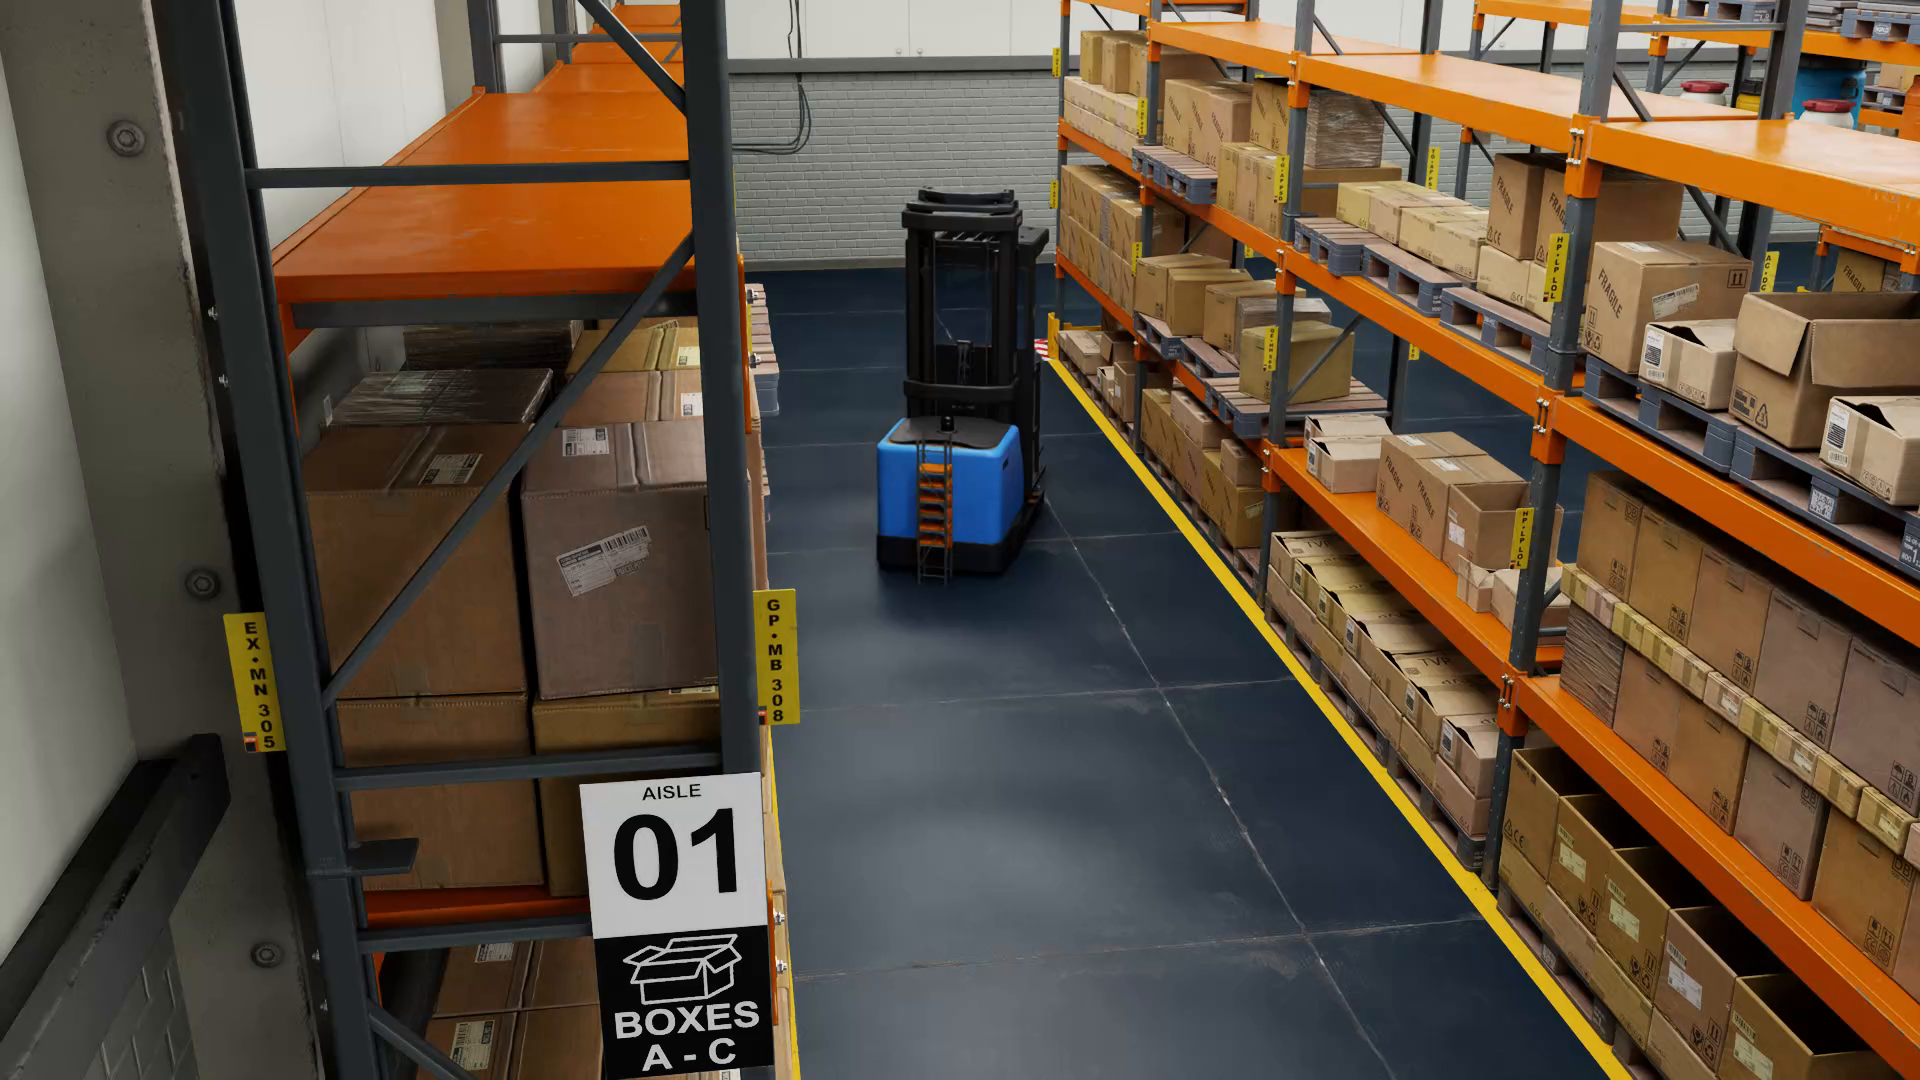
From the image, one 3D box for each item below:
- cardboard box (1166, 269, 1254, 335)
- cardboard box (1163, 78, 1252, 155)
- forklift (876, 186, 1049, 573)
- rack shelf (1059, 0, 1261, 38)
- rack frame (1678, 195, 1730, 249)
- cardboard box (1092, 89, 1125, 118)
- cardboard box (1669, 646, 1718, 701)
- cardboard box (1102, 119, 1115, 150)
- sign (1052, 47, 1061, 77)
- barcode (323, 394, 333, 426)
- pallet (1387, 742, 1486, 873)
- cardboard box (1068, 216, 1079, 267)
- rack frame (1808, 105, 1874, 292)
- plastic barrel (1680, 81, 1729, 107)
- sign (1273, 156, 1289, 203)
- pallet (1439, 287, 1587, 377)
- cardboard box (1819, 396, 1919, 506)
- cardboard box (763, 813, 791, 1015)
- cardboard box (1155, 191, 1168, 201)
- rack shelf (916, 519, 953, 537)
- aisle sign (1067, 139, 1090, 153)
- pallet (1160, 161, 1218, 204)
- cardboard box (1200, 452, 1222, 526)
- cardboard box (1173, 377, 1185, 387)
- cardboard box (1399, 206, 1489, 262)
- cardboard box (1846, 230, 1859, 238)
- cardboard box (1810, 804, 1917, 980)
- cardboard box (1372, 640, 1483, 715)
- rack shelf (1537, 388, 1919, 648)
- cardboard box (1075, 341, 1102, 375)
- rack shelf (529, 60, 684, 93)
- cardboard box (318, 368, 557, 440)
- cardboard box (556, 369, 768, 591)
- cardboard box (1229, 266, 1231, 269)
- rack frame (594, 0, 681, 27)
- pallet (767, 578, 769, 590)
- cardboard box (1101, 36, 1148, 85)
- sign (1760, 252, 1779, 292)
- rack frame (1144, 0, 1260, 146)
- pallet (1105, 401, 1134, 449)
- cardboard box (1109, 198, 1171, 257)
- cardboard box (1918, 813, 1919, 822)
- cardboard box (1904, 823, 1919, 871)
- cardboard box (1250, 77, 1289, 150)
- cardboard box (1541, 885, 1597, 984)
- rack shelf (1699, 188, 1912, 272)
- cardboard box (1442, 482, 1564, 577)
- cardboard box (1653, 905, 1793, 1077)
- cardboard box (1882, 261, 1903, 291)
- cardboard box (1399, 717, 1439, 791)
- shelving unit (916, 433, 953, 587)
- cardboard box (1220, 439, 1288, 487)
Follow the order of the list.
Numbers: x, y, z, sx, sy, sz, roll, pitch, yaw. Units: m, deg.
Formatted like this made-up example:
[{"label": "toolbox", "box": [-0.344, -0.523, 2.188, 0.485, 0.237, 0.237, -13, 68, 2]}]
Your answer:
[{"label": "cardboard box", "box": [2.234, -2.135, 14.901, 0.700, 0.500, 0.500, 0, 20, 1]}, {"label": "cardboard box", "box": [2.224, -3.819, 14.980, 0.600, 0.600, 0.600, -5, 21, -13]}, {"label": "forklift", "box": [0.140, -1.594, 14.295, 1.130, 2.935, 3.031, 4, 21, 12]}, {"label": "rack shelf", "box": [1.936, -5.466, 17.021, 1.077, 0.370, 4.000, -3, 21, -8]}, {"label": "rack frame", "box": [7.127, -2.550, 16.756, 1.000, 3.000, 0.127, -3, 21, -8]}, {"label": "cardboard box", "box": [1.676, -4.545, 17.310, 0.500, 0.250, 0.500, -3, 21, -8]}, {"label": "cardboard box", "box": [3.373, 0.574, 7.321, 0.380, 0.149, 0.250, -4, 21, -10]}, {"label": "cardboard box", "box": [1.749, -4.137, 16.934, 0.500, 0.250, 0.500, -3, 21, -8]}, {"label": "sign", "box": [1.111, -5.473, 19.047, 0.100, 0.325, 0.005, -3, 21, -8]}, {"label": "barcode", "box": [-1.544, -0.317, 4.062, 0.001, 0.075, 0.075, -3, 21, -8]}, {"label": "pallet", "box": [3.233, 1.522, 9.840, 1.003, 0.211, 1.213, -3, 21, -8]}, {"label": "cardboard box", "box": [1.531, -3.388, 18.856, 0.500, 0.500, 0.500, -3, 21, -8]}, {"label": "rack frame", "box": [11.452, -4.185, 21.133, 1.000, 3.000, 0.127, -3, 21, -8]}, {"label": "plastic barrel", "box": [6.955, -4.020, 15.612, 0.433, 0.535, 0.433, 0, 20, 0]}, {"label": "sign", "box": [2.264, -2.537, 11.696, 0.100, 0.325, 0.005, -3, 21, -8]}, {"label": "pallet", "box": [3.238, -1.152, 8.999, 0.805, 0.209, 1.217, -4, 21, -10]}, {"label": "cardboard box", "box": [3.447, -0.350, 5.906, 0.500, 0.311, 0.500, -1, 20, -1]}, {"label": "cardboard box", "box": [-0.848, 1.283, 5.608, 0.500, 0.500, 0.500, -4, 21, -10]}, {"label": "cardboard box", "box": [2.287, -3.350, 17.328, 0.500, 0.500, 0.500, -4, 21, -9]}, {"label": "rack shelf", "box": [-0.200, -0.077, 13.177, 0.258, 0.103, 0.180, 4, 21, 12]}, {"label": "aisle sign", "box": [1.348, -4.913, 19.367, 0.394, 0.787, 0.004, -3, 21, -8]}, {"label": "pallet", "box": [2.402, -3.030, 14.023, 1.213, 0.211, 1.003, -3, 21, -8]}, {"label": "cardboard box", "box": [2.360, -0.443, 14.058, 0.500, 0.500, 0.500, -4, 21, -10]}, {"label": "cardboard box", "box": [2.244, -1.635, 17.728, 0.380, 0.166, 0.250, -3, 21, -8]}, {"label": "cardboard box", "box": [3.087, -1.914, 10.382, 0.500, 0.250, 0.500, -3, 21, -9]}, {"label": "cardboard box", "box": [11.215, -3.839, 20.565, 0.380, 0.149, 0.250, -3, 21, -9]}, {"label": "cardboard box", "box": [3.754, 1.291, 6.331, 0.700, 0.500, 0.500, -3, 21, -7]}, {"label": "cardboard box", "box": [2.885, 0.819, 10.265, 0.500, 0.311, 0.500, -3, 21, -8]}, {"label": "rack shelf", "box": [3.666, 0.093, 6.421, 1.077, 0.370, 4.000, -3, 21, -8]}, {"label": "cardboard box", "box": [1.590, -2.055, 18.733, 0.500, 0.250, 0.500, -3, 21, -8]}, {"label": "rack shelf", "box": [-1.812, -2.259, 9.002, 1.077, 0.370, 4.000, -3, 21, -8]}, {"label": "cardboard box", "box": [-1.357, -0.150, 4.442, 0.500, 0.500, 0.500, -2, 21, -4]}, {"label": "cardboard box", "box": [-0.784, -0.147, 4.435, 0.500, 0.500, 0.500, -3, 21, -8]}, {"label": "cardboard box", "box": [2.421, -2.538, 16.582, 0.500, 0.500, 0.500, -2, 21, -6]}, {"label": "rack frame", "box": [-2.677, -4.860, 14.368, 1.000, 3.000, 0.127, -3, 21, -8]}, {"label": "pallet", "box": [-1.490, 0.538, 8.764, 1.003, 0.211, 1.213, -3, 21, -8]}, {"label": "cardboard box", "box": [1.905, -5.084, 17.683, 0.700, 0.500, 0.500, -3, 21, -8]}, {"label": "sign", "box": [3.927, -1.244, 8.122, 0.100, 0.325, 0.005, -3, 21, -8]}, {"label": "rack frame", "box": [2.225, -5.112, 15.041, 1.000, 3.000, 0.127, -3, 21, -8]}, {"label": "pallet", "box": [2.127, -1.233, 17.215, 1.003, 0.211, 1.213, -3, 21, -8]}, {"label": "cardboard box", "box": [1.819, -3.156, 16.806, 0.500, 0.500, 0.500, -3, 21, -9]}, {"label": "cardboard box", "box": [3.811, 0.837, 5.692, 0.700, 0.500, 0.500, -3, 21, -9]}, {"label": "cardboard box", "box": [3.601, 1.114, 5.877, 0.380, 0.149, 0.250, -3, 21, -7]}, {"label": "cardboard box", "box": [2.598, -3.341, 13.016, 0.500, 0.500, 0.500, -3, 21, -8]}, {"label": "cardboard box", "box": [3.212, 1.909, 8.147, 0.500, 0.250, 0.500, -3, 21, -8]}, {"label": "rack shelf", "box": [7.415, -2.925, 14.503, 1.077, 0.370, 4.000, -3, 21, -8]}, {"label": "cardboard box", "box": [3.207, -0.027, 9.859, 0.500, 0.500, 0.500, -1, 21, -4]}, {"label": "cardboard box", "box": [3.353, 1.904, 7.088, 0.500, 0.500, 0.500, -3, 21, -8]}, {"label": "cardboard box", "box": [11.754, -2.853, 20.005, 0.875, 0.875, 0.875, -3, 21, -8]}, {"label": "cardboard box", "box": [2.960, 1.256, 9.896, 0.500, 0.250, 0.500, -3, 21, -9]}, {"label": "shelving unit", "box": [-0.200, -0.231, 13.119, 0.258, 1.200, 0.189, 4, 21, 12]}, {"label": "cardboard box", "box": [2.422, -0.634, 13.498, 0.500, 0.250, 0.500, -2, 21, -6]}]
